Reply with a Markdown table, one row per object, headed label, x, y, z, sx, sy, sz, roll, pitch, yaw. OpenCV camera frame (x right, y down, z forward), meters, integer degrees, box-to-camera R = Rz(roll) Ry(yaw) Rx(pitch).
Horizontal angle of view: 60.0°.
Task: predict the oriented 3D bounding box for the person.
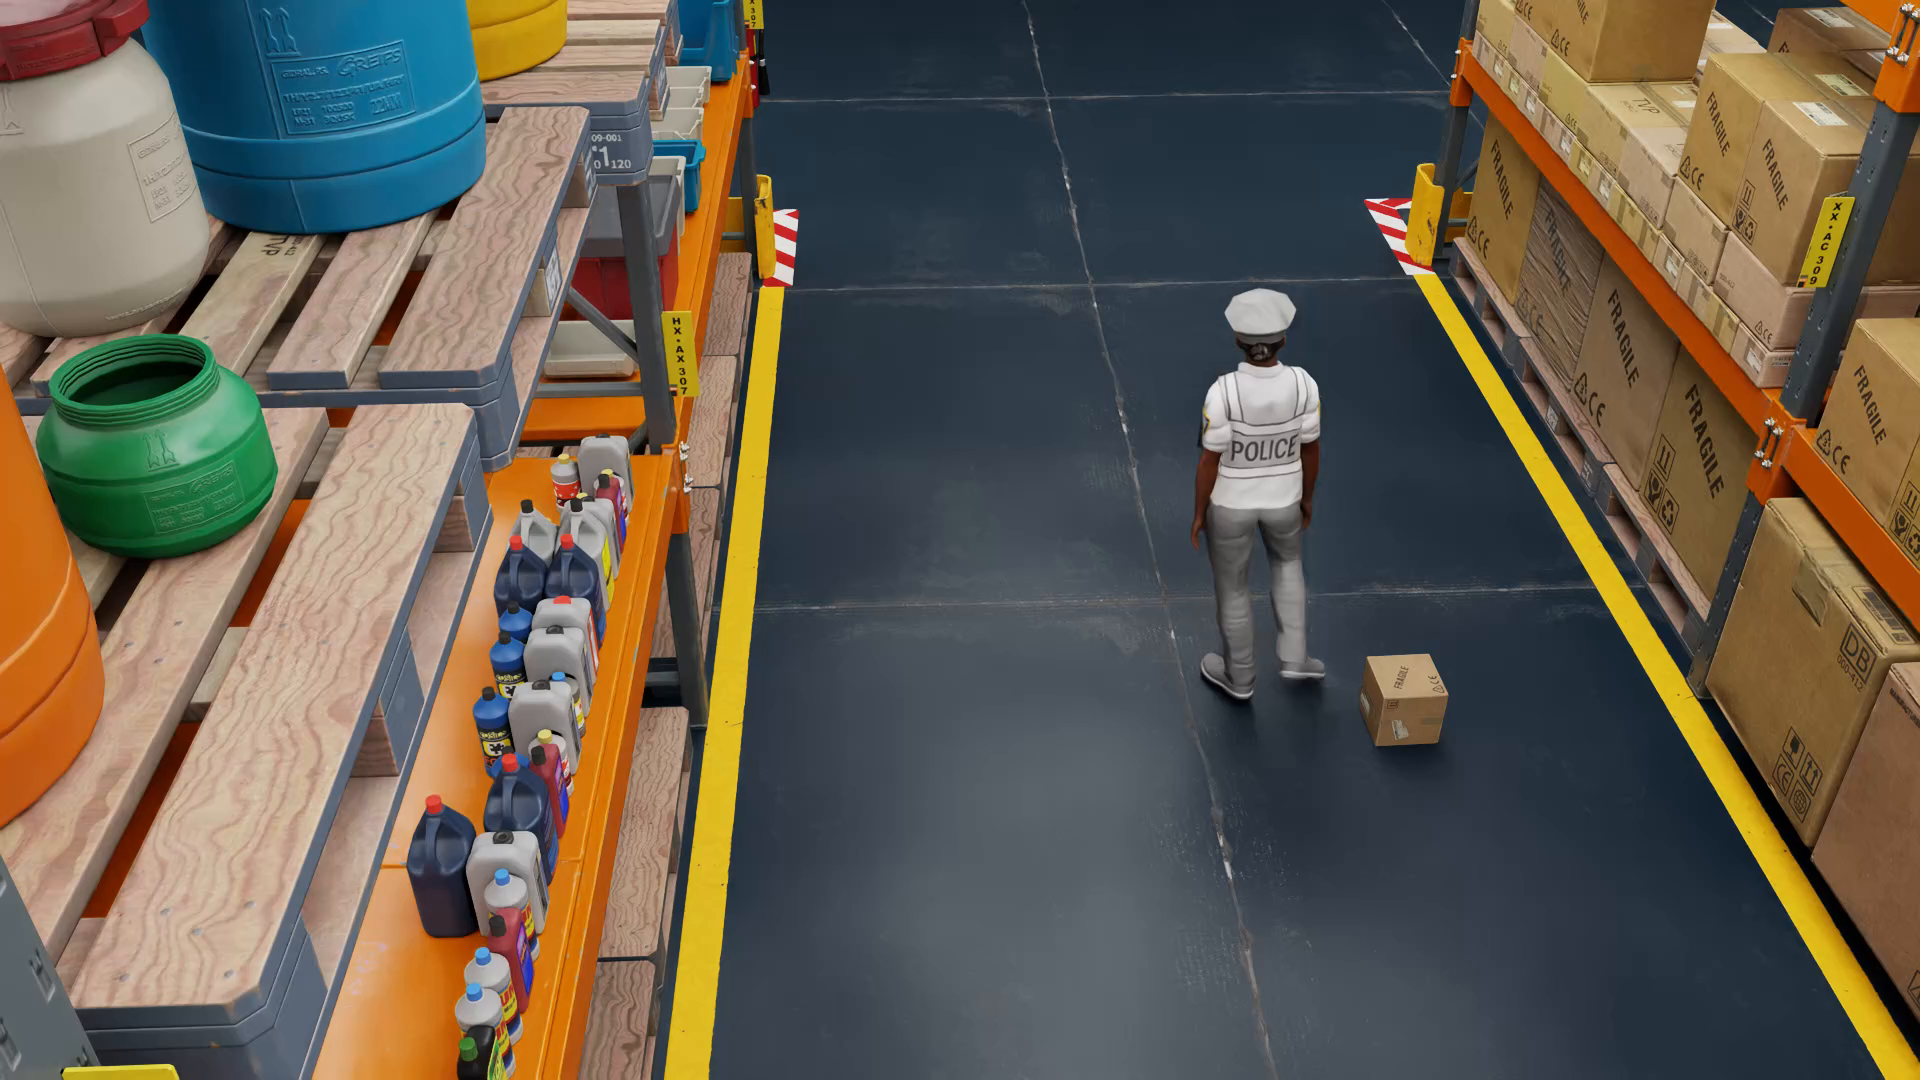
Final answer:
| label | x | y | z | sx | sy | sz | roll | pitch | yaw |
| --- | --- | --- | --- | --- | --- | --- | --- | --- | --- |
| person | 1.169 | -0.128 | 6.297 | 0.590 | 1.660 | 0.459 | -6 | 36 | -8 |
